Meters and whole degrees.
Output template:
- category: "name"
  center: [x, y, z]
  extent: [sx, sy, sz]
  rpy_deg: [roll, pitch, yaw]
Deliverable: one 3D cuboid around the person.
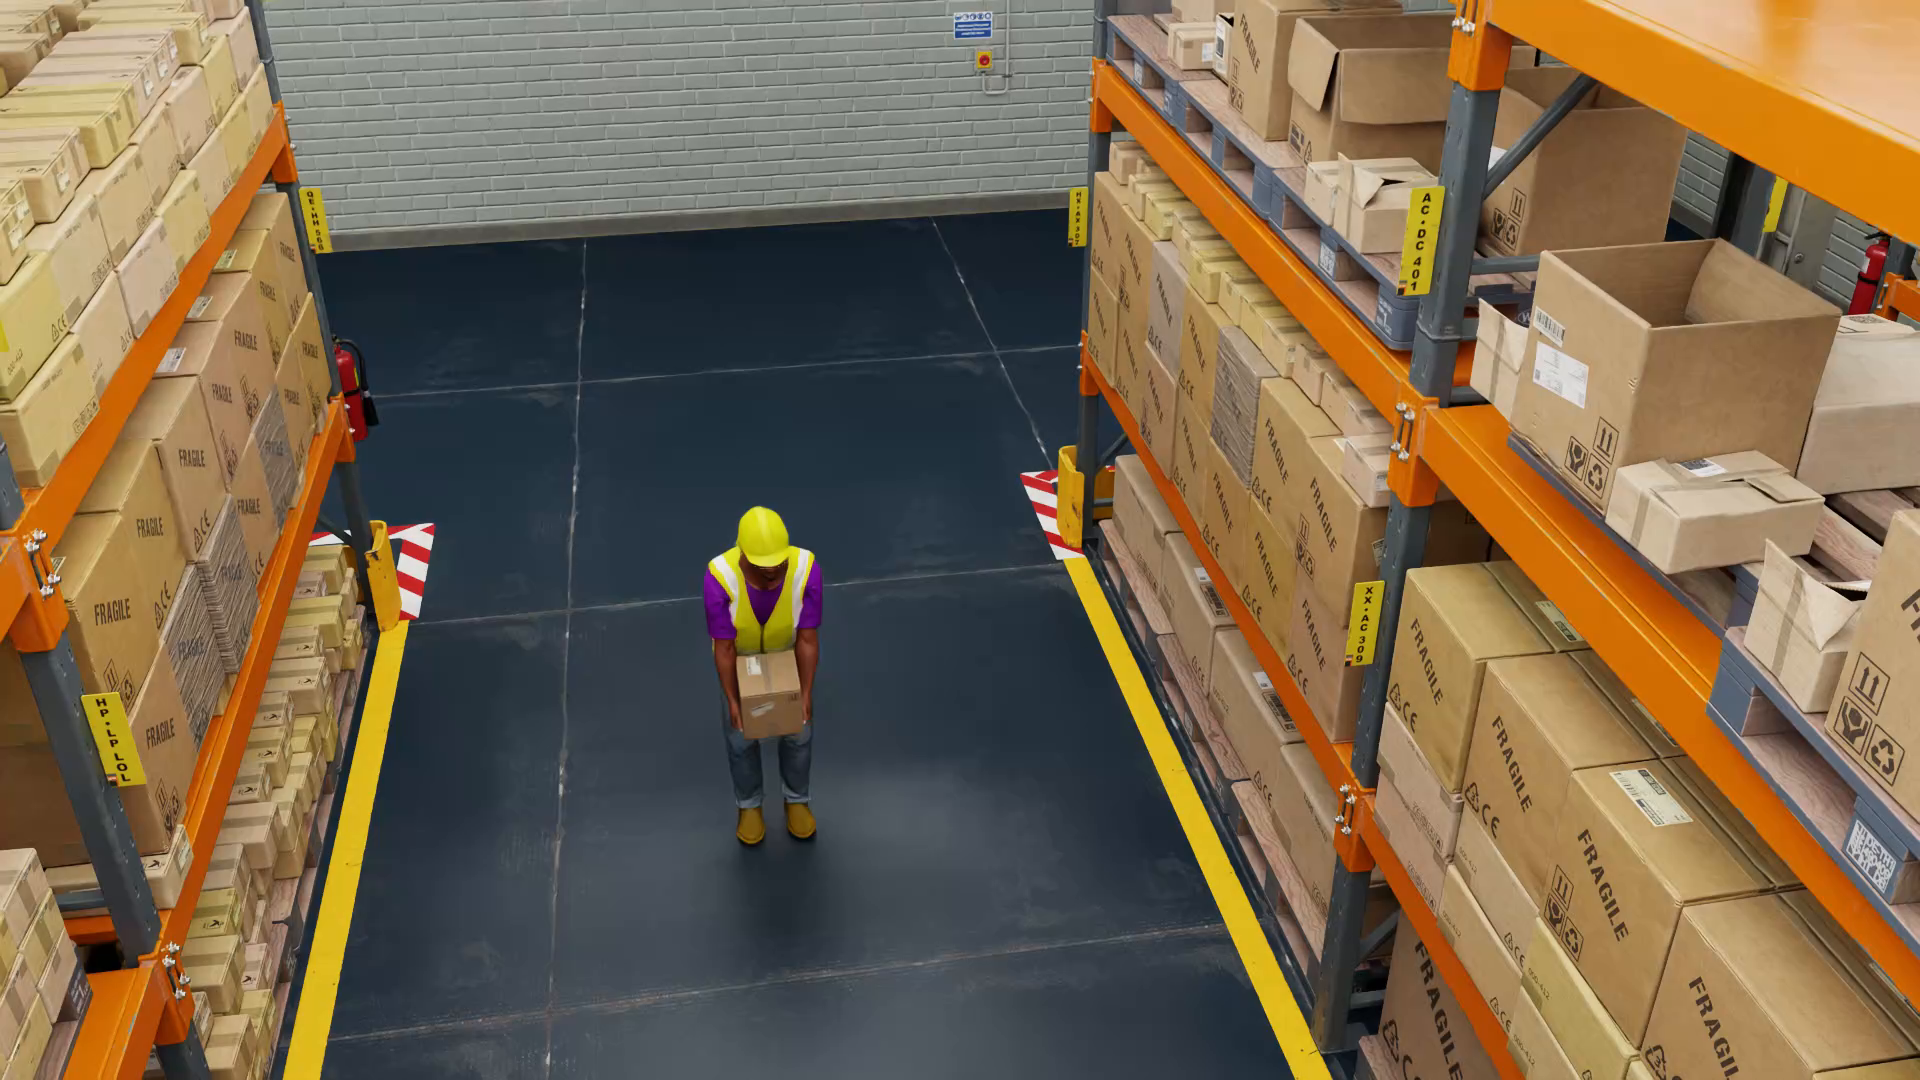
- category: "person"
  center: [-0.824, 0.573, 7.189]
  extent: [0.498, 1.717, 0.616]
  rpy_deg: [-6, 31, -10]
